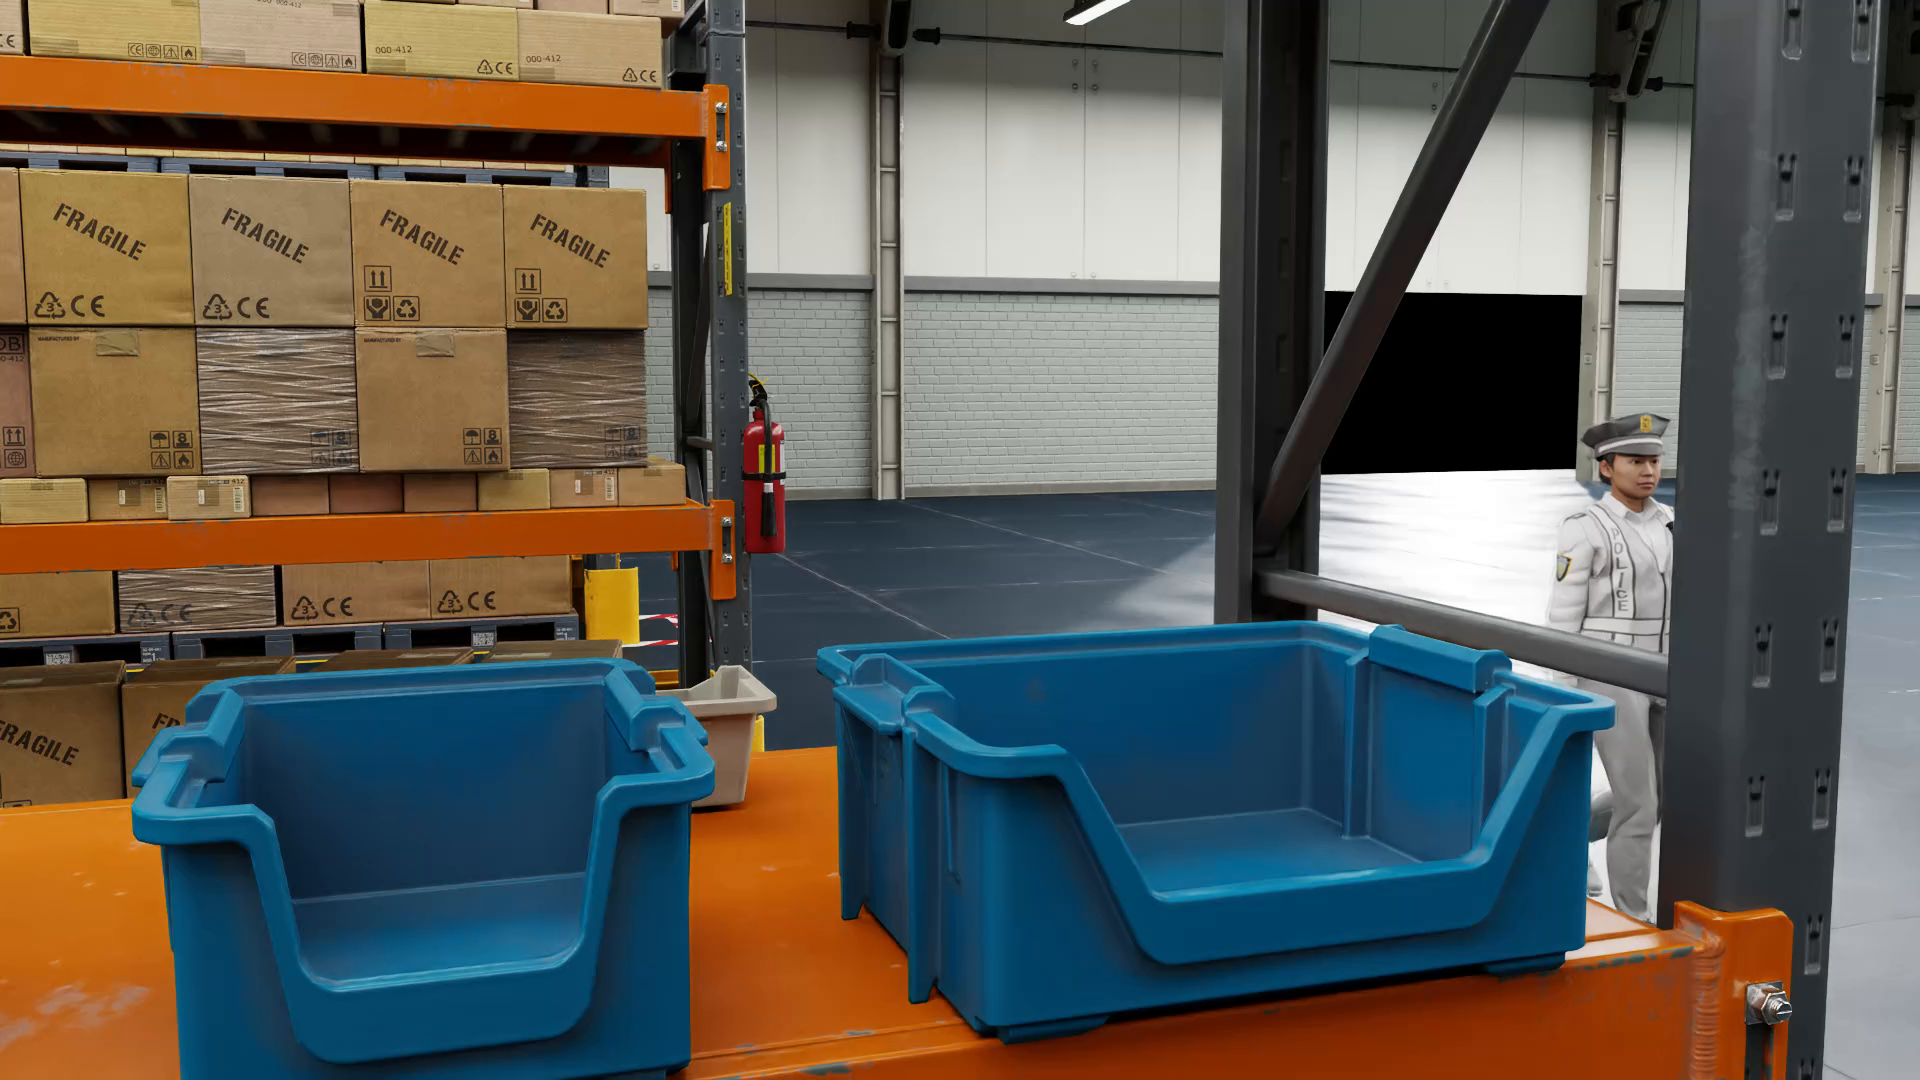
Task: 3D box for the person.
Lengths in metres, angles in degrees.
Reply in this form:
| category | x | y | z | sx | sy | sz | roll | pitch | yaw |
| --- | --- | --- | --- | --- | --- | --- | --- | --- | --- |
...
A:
| category | x | y | z | sx | sy | sz | roll | pitch | yaw |
| --- | --- | --- | --- | --- | --- | --- | --- | --- | --- |
| person | 2.080 | 0.428 | 5.167 | 0.494 | 1.652 | 0.808 | -2 | 6 | -18 |
